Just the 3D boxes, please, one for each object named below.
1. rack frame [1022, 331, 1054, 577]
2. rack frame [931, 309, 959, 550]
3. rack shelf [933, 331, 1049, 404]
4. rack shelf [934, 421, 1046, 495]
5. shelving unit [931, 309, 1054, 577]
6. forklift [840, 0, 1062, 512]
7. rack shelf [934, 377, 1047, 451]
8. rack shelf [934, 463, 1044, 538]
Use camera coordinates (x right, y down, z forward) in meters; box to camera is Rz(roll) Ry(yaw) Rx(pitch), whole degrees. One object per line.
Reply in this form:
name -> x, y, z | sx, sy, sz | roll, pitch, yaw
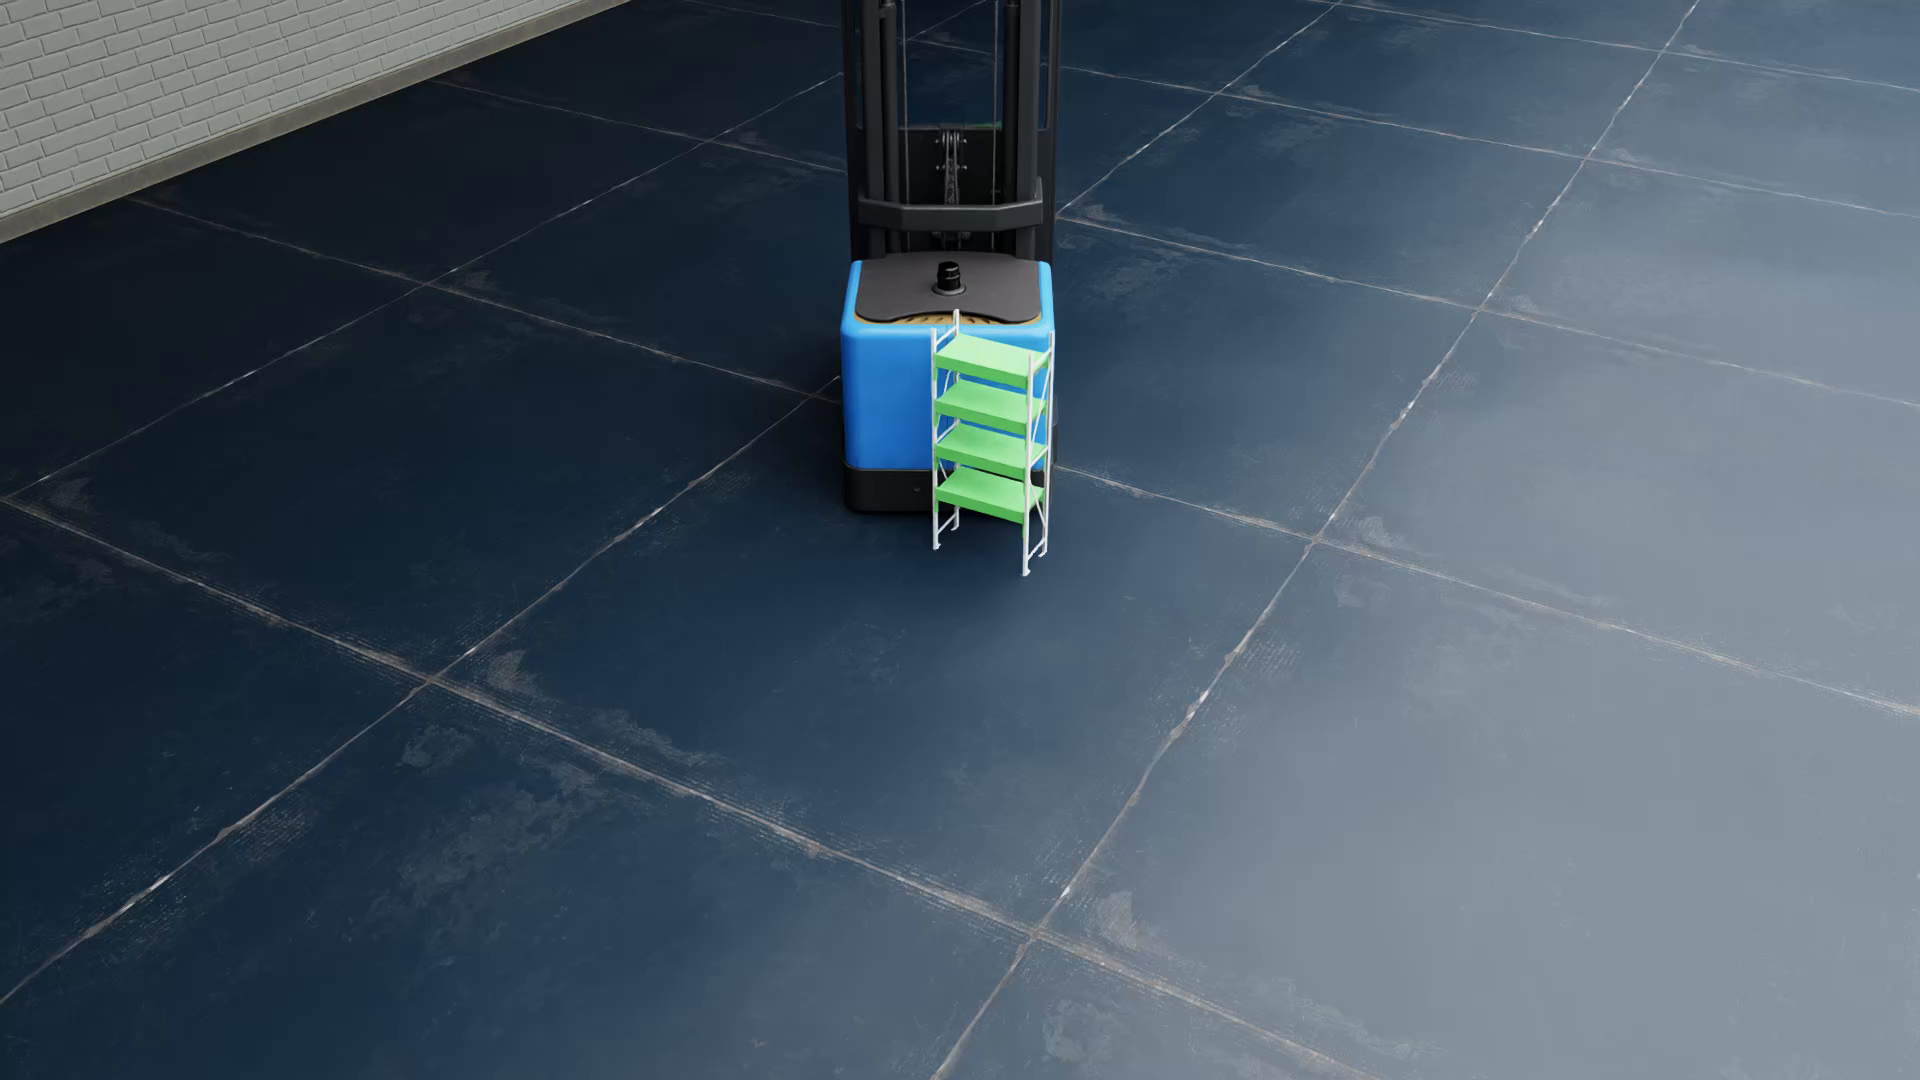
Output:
rack frame -> 0.363, -0.382, 7.742 | 0.015, 1.200, 0.240 | 16, 37, 23
rack frame -> -0.069, -0.508, 7.930 | 0.015, 1.200, 0.240 | 16, 37, 23
rack shelf -> 0.147, -0.792, 7.605 | 0.480, 0.148, 0.258 | 16, 37, 23
rack shelf -> 0.147, -0.392, 7.871 | 0.480, 0.148, 0.258 | 16, 37, 23
shelving unit -> 0.147, -0.445, 7.836 | 0.503, 1.200, 0.258 | 16, 37, 23
forklift -> -0.037, -2.142, 8.823 | 1.130, 2.935, 3.031 | 1, 34, 1
rack shelf -> 0.147, -0.592, 7.738 | 0.480, 0.148, 0.258 | 16, 37, 23
rack shelf -> 0.147, -0.193, 8.004 | 0.480, 0.148, 0.258 | 16, 37, 23
